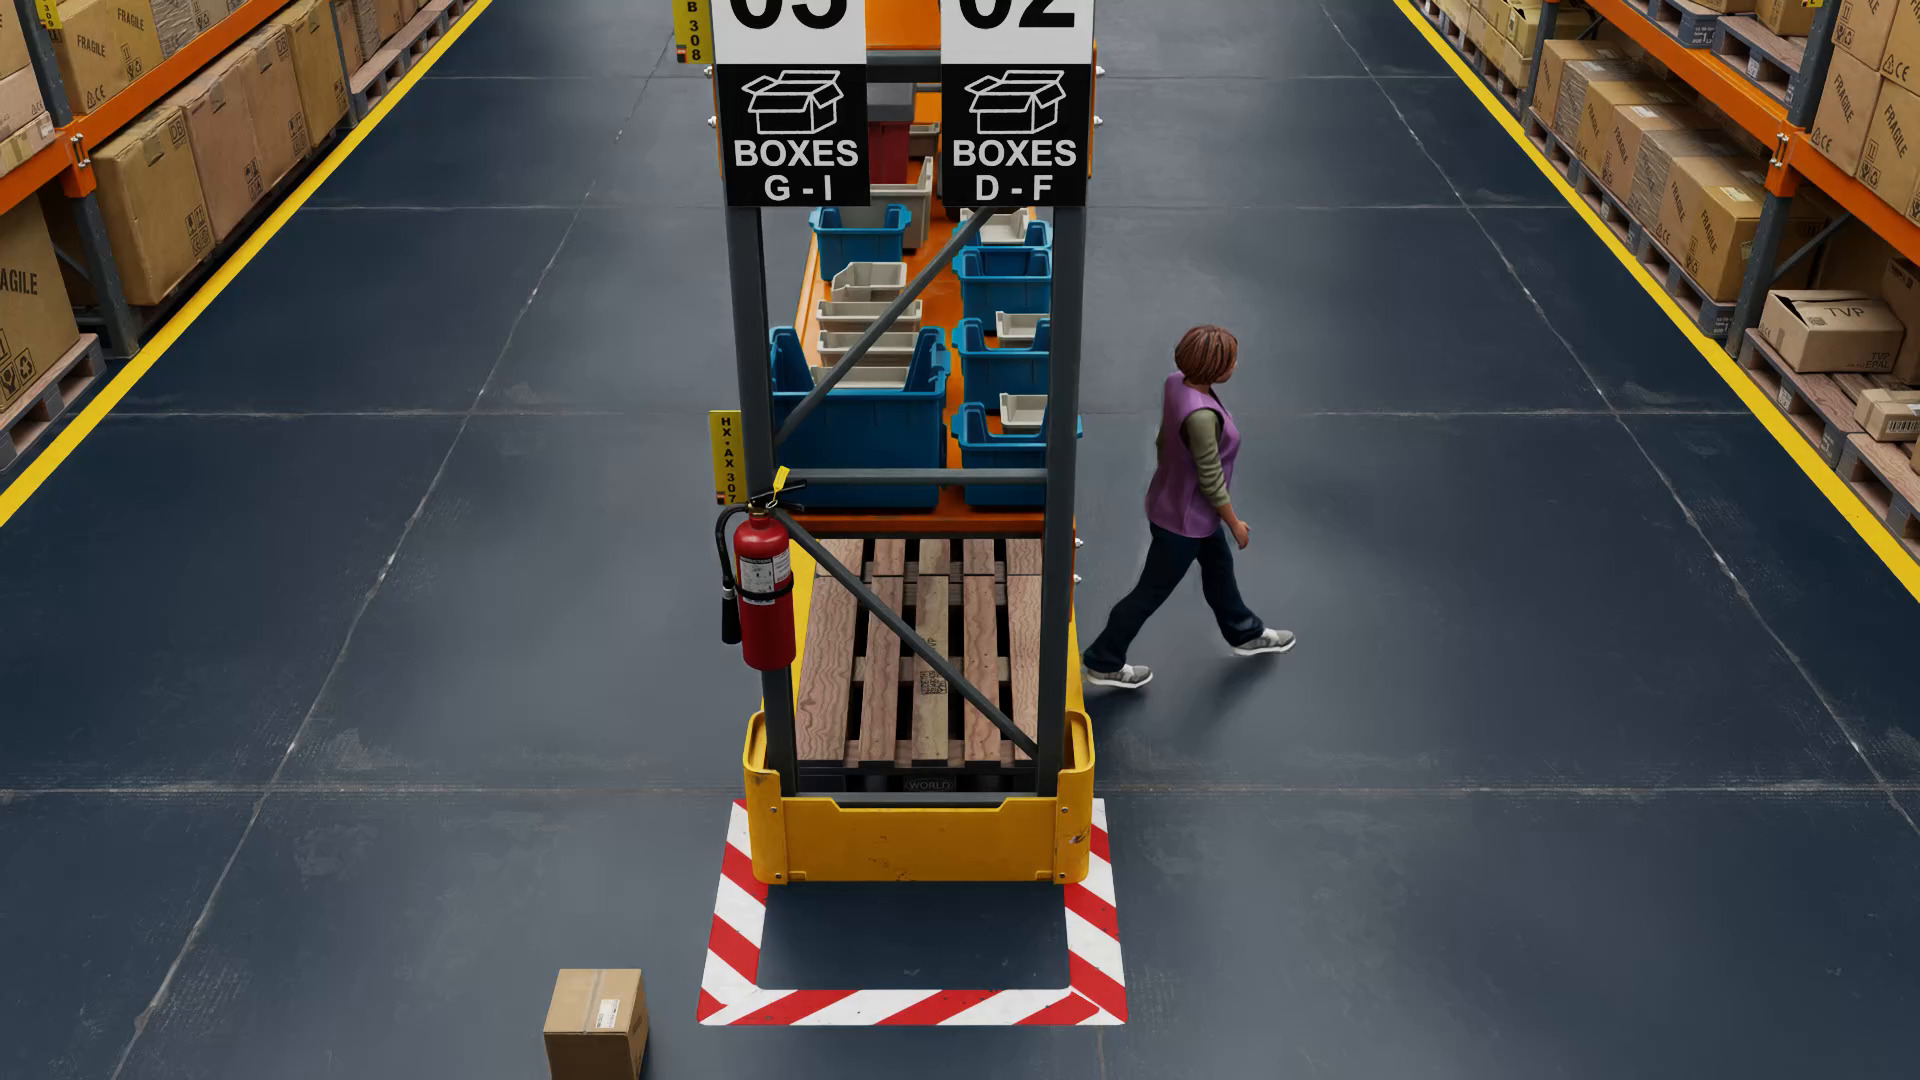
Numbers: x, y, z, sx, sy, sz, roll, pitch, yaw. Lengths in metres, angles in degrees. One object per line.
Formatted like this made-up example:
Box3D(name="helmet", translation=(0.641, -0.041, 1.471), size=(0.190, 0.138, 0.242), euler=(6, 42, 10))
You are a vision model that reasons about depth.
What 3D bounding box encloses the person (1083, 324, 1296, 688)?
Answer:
Box3D(name="person", translation=(0.933, -0.116, 6.312), size=(0.884, 1.553, 0.454), euler=(1, 32, 2))
